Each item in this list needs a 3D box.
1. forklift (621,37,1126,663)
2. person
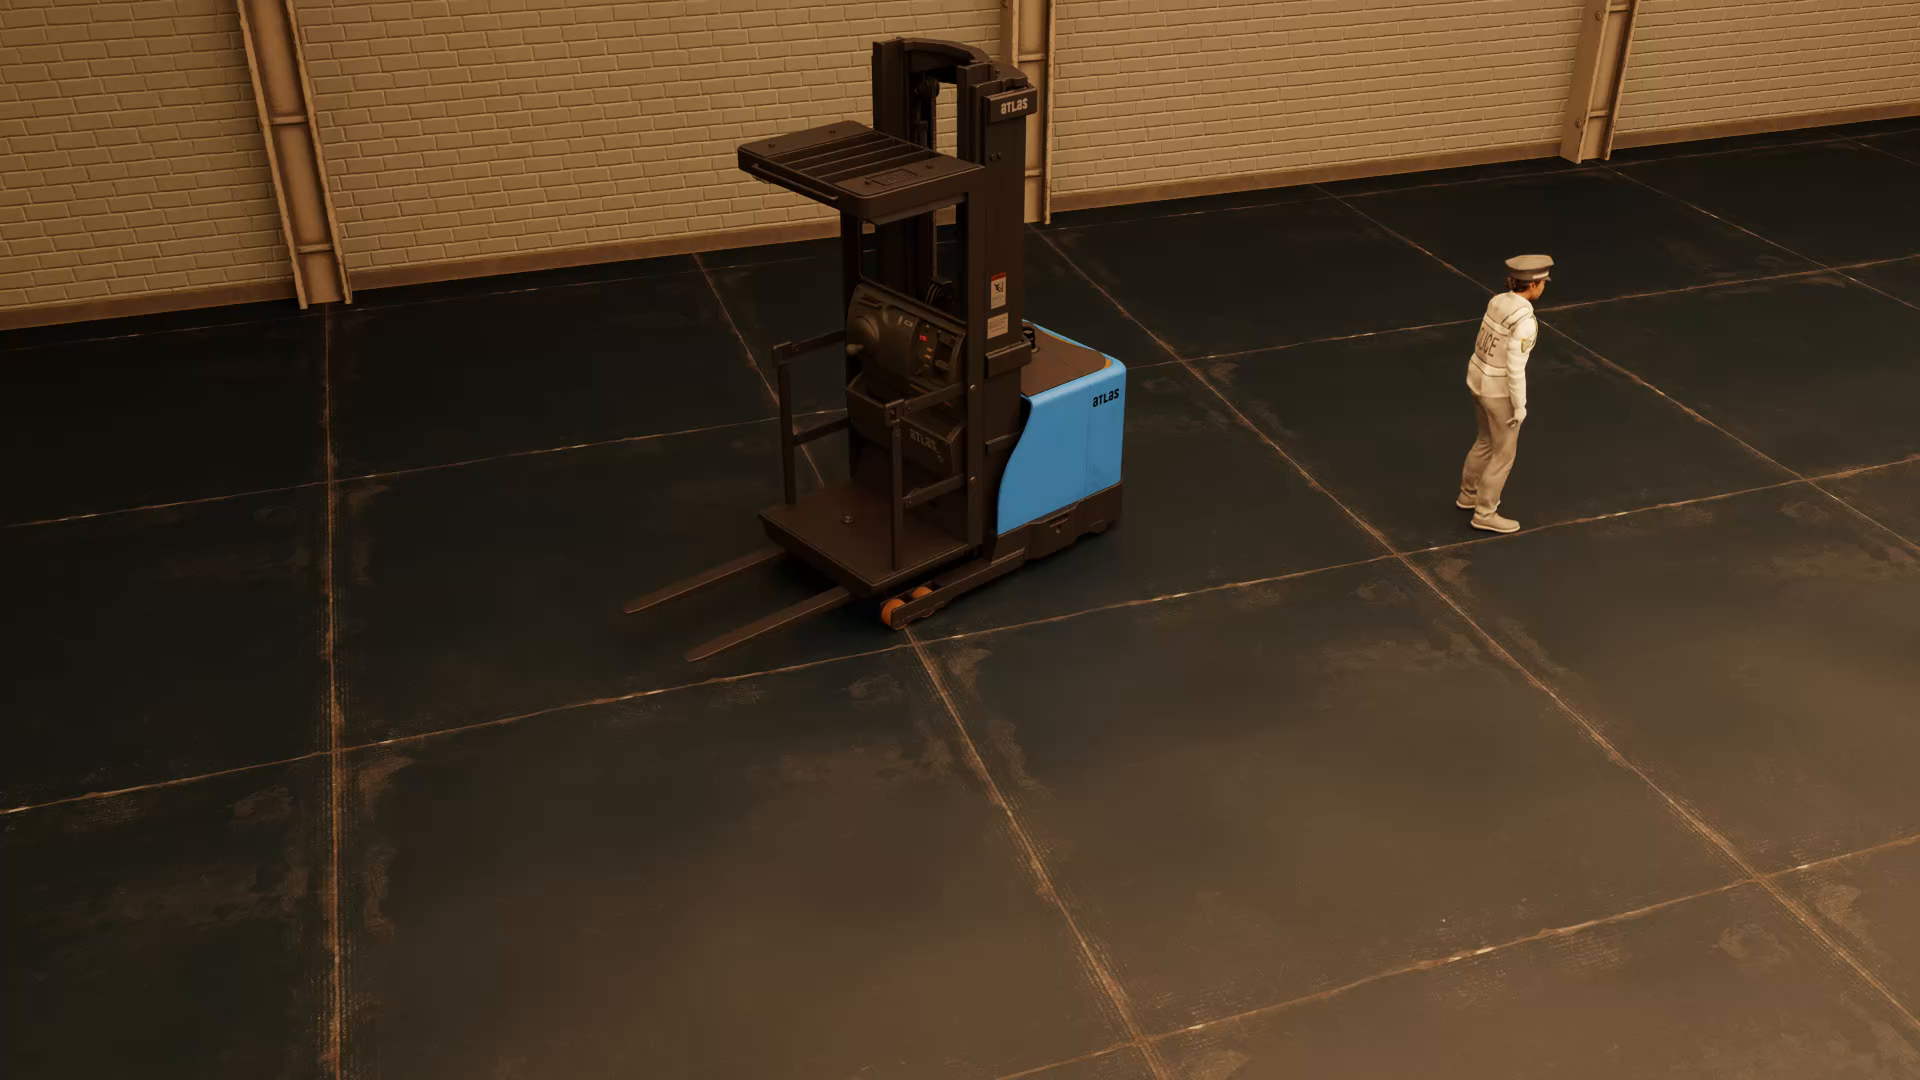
[{"bbox_3d":[-0.461,-1.072,8.951,3.031,2.935,1.130,-23,37,-34],"label":"forklift"},{"bbox_3d":[3.216,-0.881,9.893,0.374,1.662,0.535,-4,30,-6],"label":"person"}]
